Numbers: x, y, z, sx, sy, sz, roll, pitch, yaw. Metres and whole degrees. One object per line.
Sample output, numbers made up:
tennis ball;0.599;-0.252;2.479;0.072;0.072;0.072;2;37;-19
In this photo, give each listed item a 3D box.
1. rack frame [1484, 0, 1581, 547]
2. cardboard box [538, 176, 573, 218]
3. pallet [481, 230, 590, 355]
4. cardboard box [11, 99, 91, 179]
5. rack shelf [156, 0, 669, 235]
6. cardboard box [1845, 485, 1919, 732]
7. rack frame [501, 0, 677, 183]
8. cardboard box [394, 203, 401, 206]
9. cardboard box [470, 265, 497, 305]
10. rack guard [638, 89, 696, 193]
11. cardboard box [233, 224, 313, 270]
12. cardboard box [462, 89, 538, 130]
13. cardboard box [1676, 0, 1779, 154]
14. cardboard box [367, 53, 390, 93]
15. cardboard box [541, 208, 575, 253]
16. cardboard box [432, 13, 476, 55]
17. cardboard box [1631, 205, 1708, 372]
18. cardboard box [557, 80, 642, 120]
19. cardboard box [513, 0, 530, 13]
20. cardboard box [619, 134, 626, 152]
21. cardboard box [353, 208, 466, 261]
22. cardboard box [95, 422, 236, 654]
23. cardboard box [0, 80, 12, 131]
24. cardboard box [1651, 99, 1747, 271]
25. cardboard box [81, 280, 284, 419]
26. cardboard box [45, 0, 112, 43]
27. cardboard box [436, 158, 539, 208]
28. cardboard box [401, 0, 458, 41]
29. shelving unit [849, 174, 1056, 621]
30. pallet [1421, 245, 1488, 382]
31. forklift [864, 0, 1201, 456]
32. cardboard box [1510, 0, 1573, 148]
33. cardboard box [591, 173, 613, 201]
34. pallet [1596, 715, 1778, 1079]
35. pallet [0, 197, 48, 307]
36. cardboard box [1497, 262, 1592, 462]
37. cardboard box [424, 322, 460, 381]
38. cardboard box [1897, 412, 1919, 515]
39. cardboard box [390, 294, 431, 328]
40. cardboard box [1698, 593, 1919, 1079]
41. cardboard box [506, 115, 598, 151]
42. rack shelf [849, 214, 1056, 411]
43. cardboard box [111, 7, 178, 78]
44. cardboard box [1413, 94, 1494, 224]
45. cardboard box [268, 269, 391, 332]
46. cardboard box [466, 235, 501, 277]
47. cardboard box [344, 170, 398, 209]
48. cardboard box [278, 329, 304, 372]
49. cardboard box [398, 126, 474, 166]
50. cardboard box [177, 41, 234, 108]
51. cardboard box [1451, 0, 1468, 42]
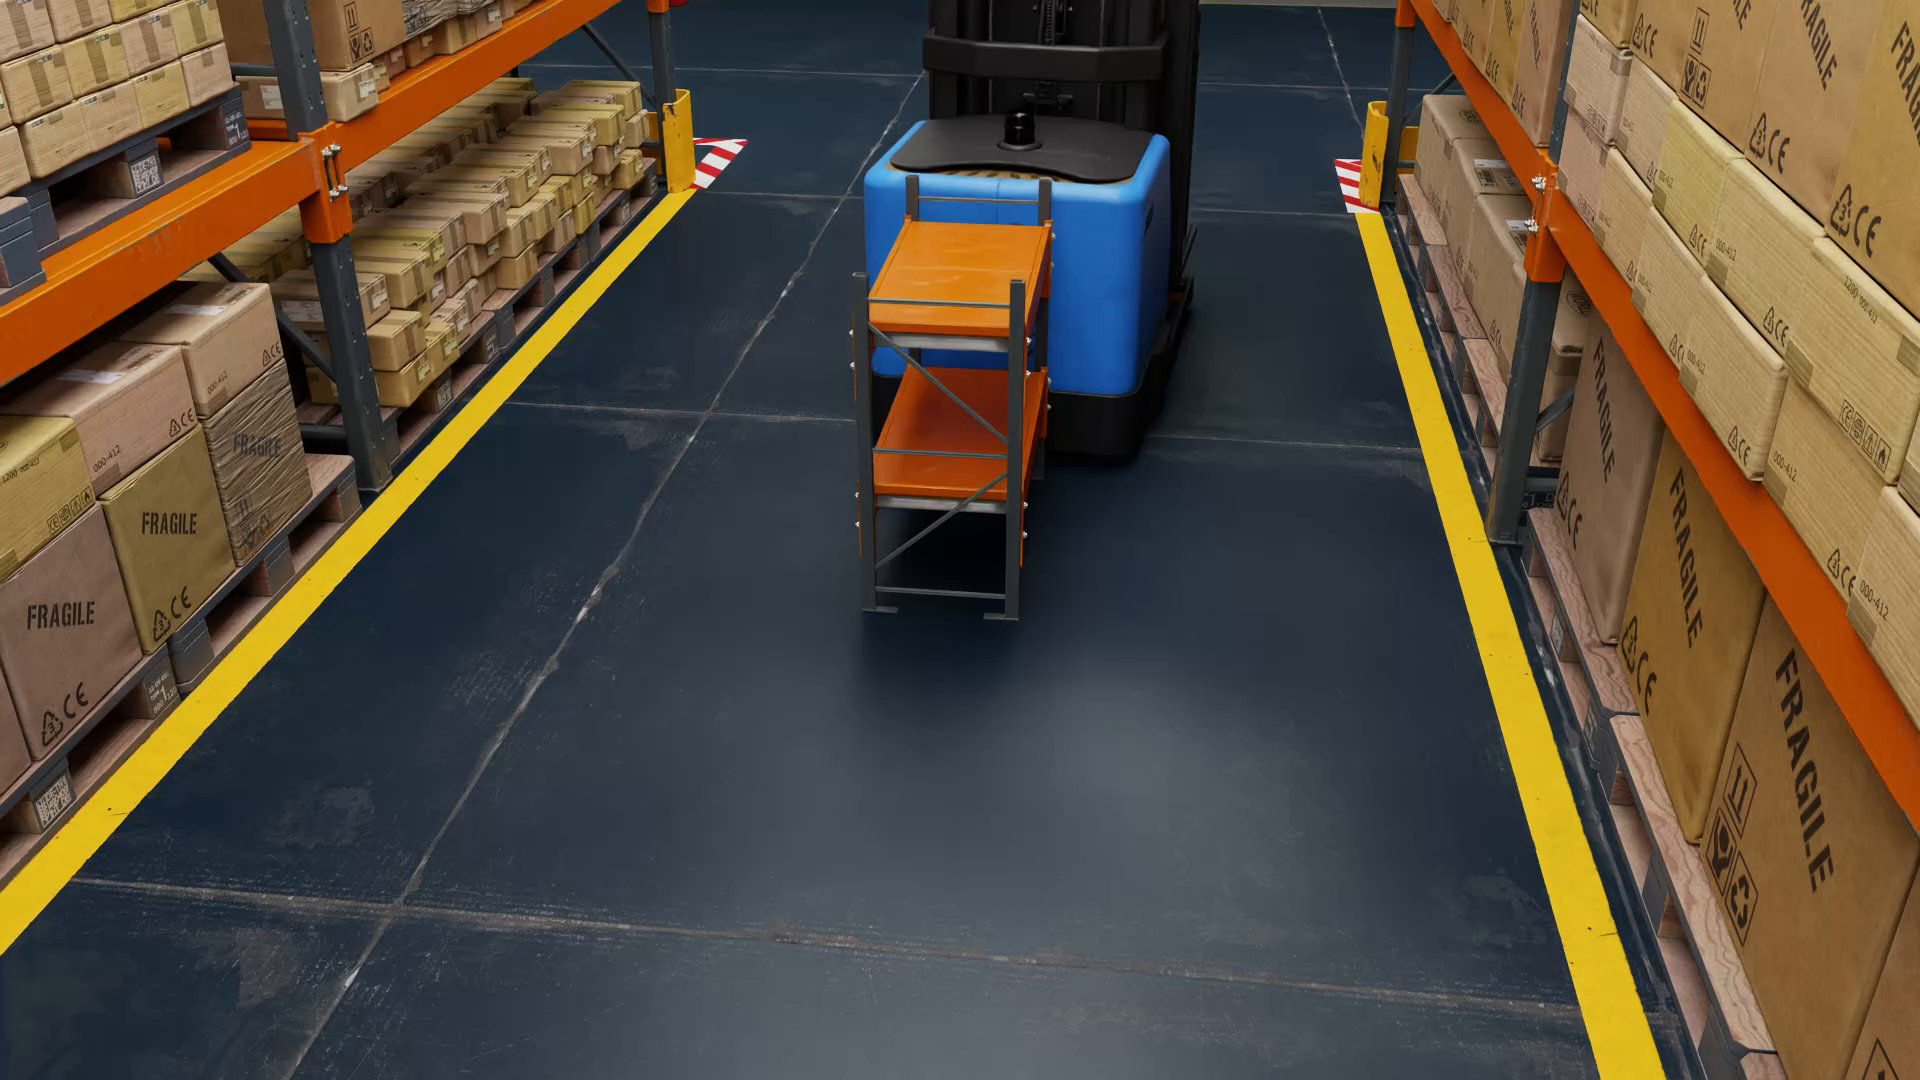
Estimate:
rack frame;2.323;-1.303;5.006;1.000;3.000;0.127;3;28;6
cardboard box;-2.056;-1.613;7.830;0.380;0.149;0.250;5;29;9
pallet;-2.408;-1.209;7.772;1.003;0.211;1.213;3;28;6
cardboard box;-2.549;-1.061;4.379;0.380;0.149;0.250;2;28;4
rack shelf;-2.357;-2.168;7.369;1.077;0.370;4.000;3;28;6
cardboard box;1.684;0.152;2.464;0.500;0.250;0.500;4;29;7
rack frame;-2.112;-3.426;8.946;1.000;3.000;0.127;3;28;6
cardboard box;-2.575;-1.507;7.634;0.380;0.149;0.250;5;29;9
cardboard box;-2.247;-1.122;7.233;0.380;0.149;0.250;2;28;4
rack guard;-2.121;-2.289;9.473;1.175;0.500;0.348;3;28;6
cardboard box;-2.802;-1.157;6.671;0.380;0.149;0.250;3;28;6
cardboard box;-2.428;-2.254;8.707;0.380;0.149;0.250;4;29;7
cardboard box;1.885;-1.120;3.506;0.500;0.500;0.500;3;28;5
cardboard box;-2.285;-1.673;5.957;0.380;0.149;0.250;4;29;8
cardboard box;-2.058;-1.481;7.900;0.380;0.149;0.250;4;29;7
cardboard box;-2.169;-2.044;6.645;0.380;0.149;0.250;4;29;7
cardboard box;1.867;-0.561;3.787;0.500;0.250;0.500;3;28;6
cardboard box;-1.925;-2.353;8.892;0.380;0.149;0.250;4;29;7
cardboard box;-2.133;-2.418;7.341;0.380;0.149;0.250;4;29;7
cardboard box;-1.979;-2.102;8.738;0.380;0.149;0.250;3;28;5
cardboard box;-2.270;-1.257;6.856;0.380;0.149;0.250;3;28;5
cardboard box;-2.506;-0.023;4.822;0.500;0.500;0.500;3;28;5
cardboard box;-2.582;-1.057;4.058;0.380;0.149;0.250;2;28;4
cardboard box;1.865;-0.783;3.672;0.500;0.250;0.500;4;29;7
cardboard box;-2.443;-0.592;5.089;0.500;0.250;0.500;3;28;5
cardboard box;-2.523;-1.431;4.438;0.380;0.149;0.250;2;28;5
cardboard box;-2.138;-1.619;7.528;0.380;0.149;0.250;3;29;6
cardboard box;-2.238;-2.170;6.196;0.500;0.500;0.500;3;28;6
shelving unit;0.001;-0.498;5.489;0.538;1.125;1.048;3;28;6
pallet;2.641;-1.004;7.392;1.003;0.211;1.213;3;28;6
forklift;0.469;-2.284;6.900;1.130;2.935;3.031;6;29;11
cardboard box;2.126;-1.580;5.415;0.500;0.500;0.500;4;29;7
cardboard box;-2.018;-1.849;8.583;0.380;0.149;0.250;3;28;6
pallet;2.156;0.868;3.916;1.003;0.211;1.213;3;28;6
pallet;-2.890;-0.510;3.736;1.003;0.211;1.213;3;28;6
cardboard box;2.506;-0.649;6.051;0.875;0.438;0.875;3;28;5
cardboard box;-2.206;-0.751;6.544;0.380;0.149;0.250;4;29;8
cardboard box;1.699;-0.058;2.327;0.500;0.250;0.500;3;28;5
cardboard box;-2.298;-0.880;6.470;0.380;0.149;0.250;4;29;7
cardboard box;2.113;0.591;3.288;0.875;0.875;0.875;4;29;7
cardboard box;-2.014;-1.991;8.219;0.380;0.149;0.250;2;28;4
rack shelf;0.001;-0.756;5.350;0.538;0.278;1.000;3;28;6
cardboard box;-2.486;-1.425;4.741;0.380;0.149;0.250;4;29;7
cardboard box;2.831;-1.926;8.421;0.875;0.438;0.875;2;28;4
cardboard box;-2.354;-0.885;6.165;0.380;0.149;0.250;4;29;8
cardboard box;-2.211;-1.252;7.160;0.380;0.149;0.250;5;29;9
cardboard box;-2.730;-1.535;7.373;0.380;0.149;0.250;2;28;4
cardboard box;-2.777;-0.794;6.625;0.380;0.149;0.250;4;29;8
cardboard box;-2.577;-1.891;8.033;0.380;0.149;0.250;4;29;8
cardboard box;-2.454;-1.419;5.043;0.380;0.149;0.250;3;28;5
cardboard box;2.310;-2.306;6.761;0.500;0.500;0.500;4;29;8
